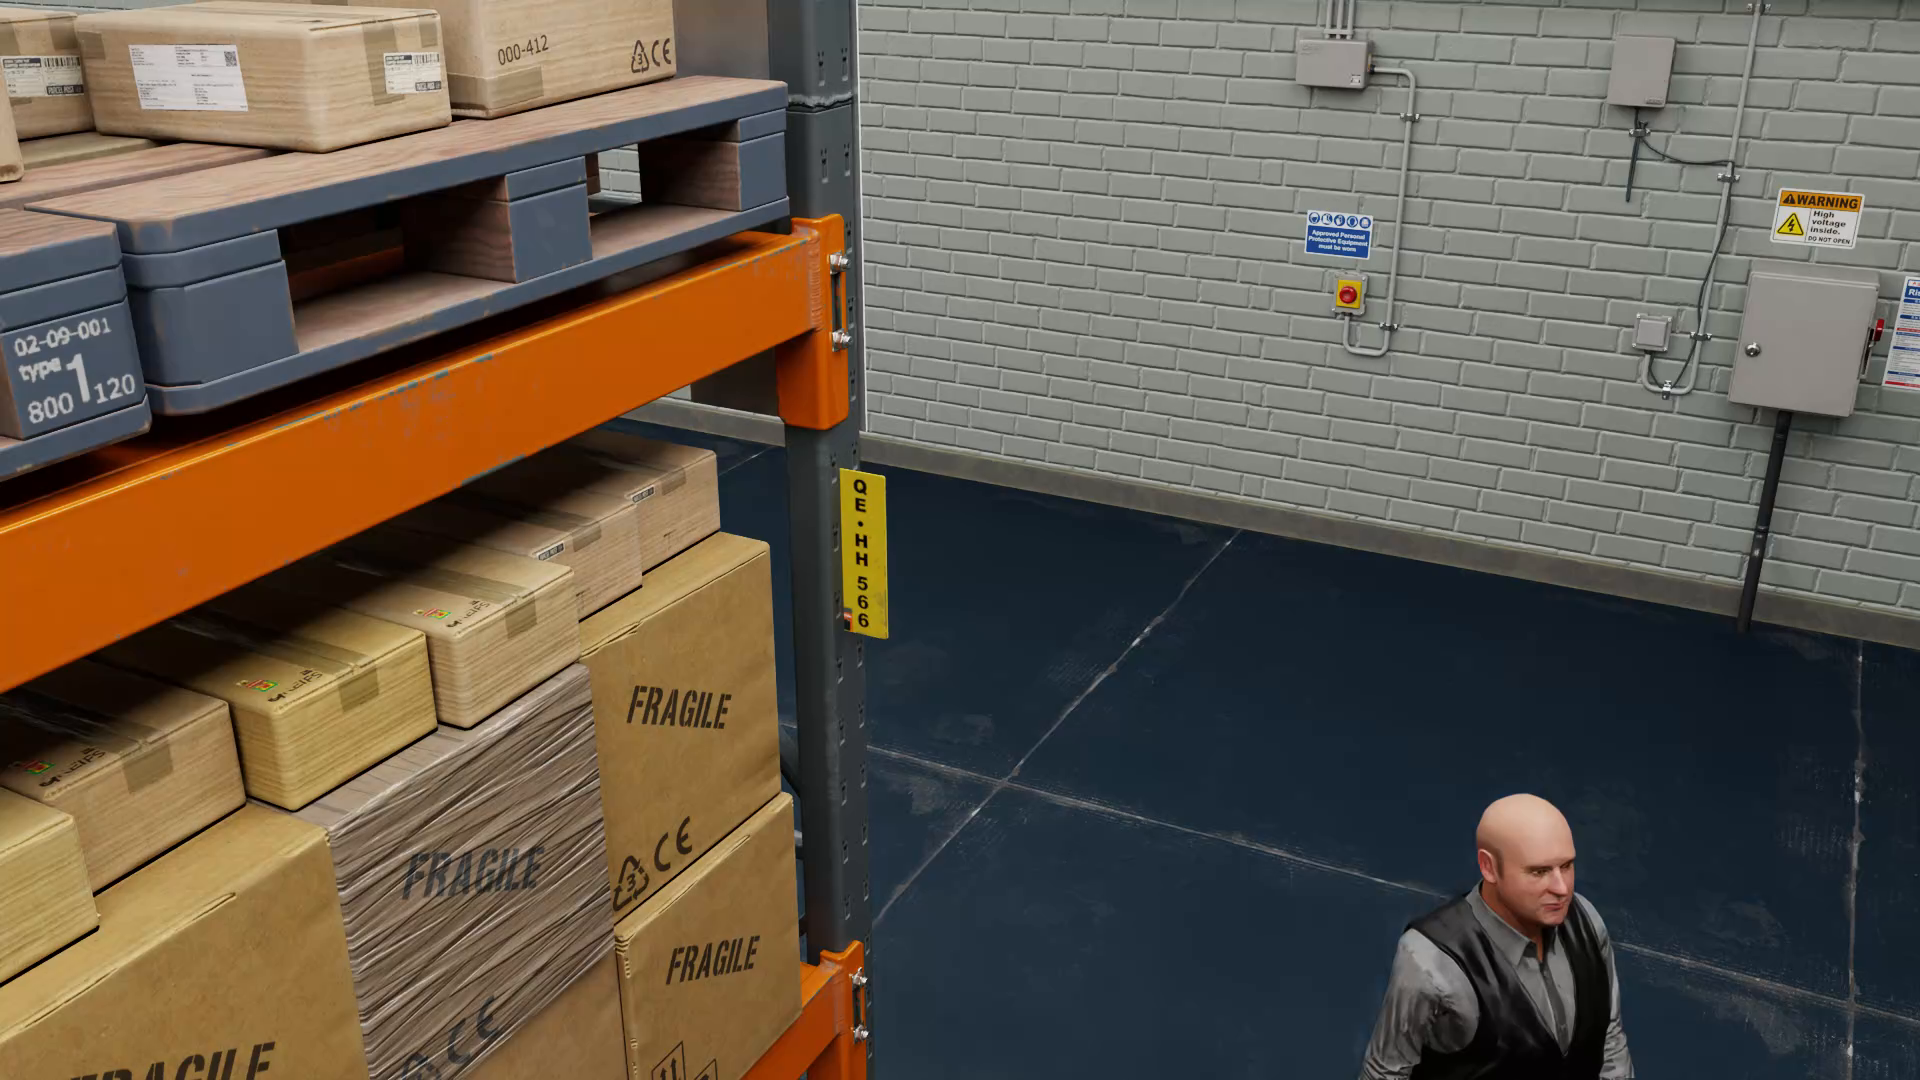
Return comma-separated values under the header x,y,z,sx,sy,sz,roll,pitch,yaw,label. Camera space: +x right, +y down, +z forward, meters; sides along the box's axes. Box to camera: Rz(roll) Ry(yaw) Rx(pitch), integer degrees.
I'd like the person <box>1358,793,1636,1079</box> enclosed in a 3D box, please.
x,y,z,sx,sy,sz,roll,pitch,yaw,label
1.153,1.304,3.449,0.550,1.669,0.969,-13,26,-28,person
